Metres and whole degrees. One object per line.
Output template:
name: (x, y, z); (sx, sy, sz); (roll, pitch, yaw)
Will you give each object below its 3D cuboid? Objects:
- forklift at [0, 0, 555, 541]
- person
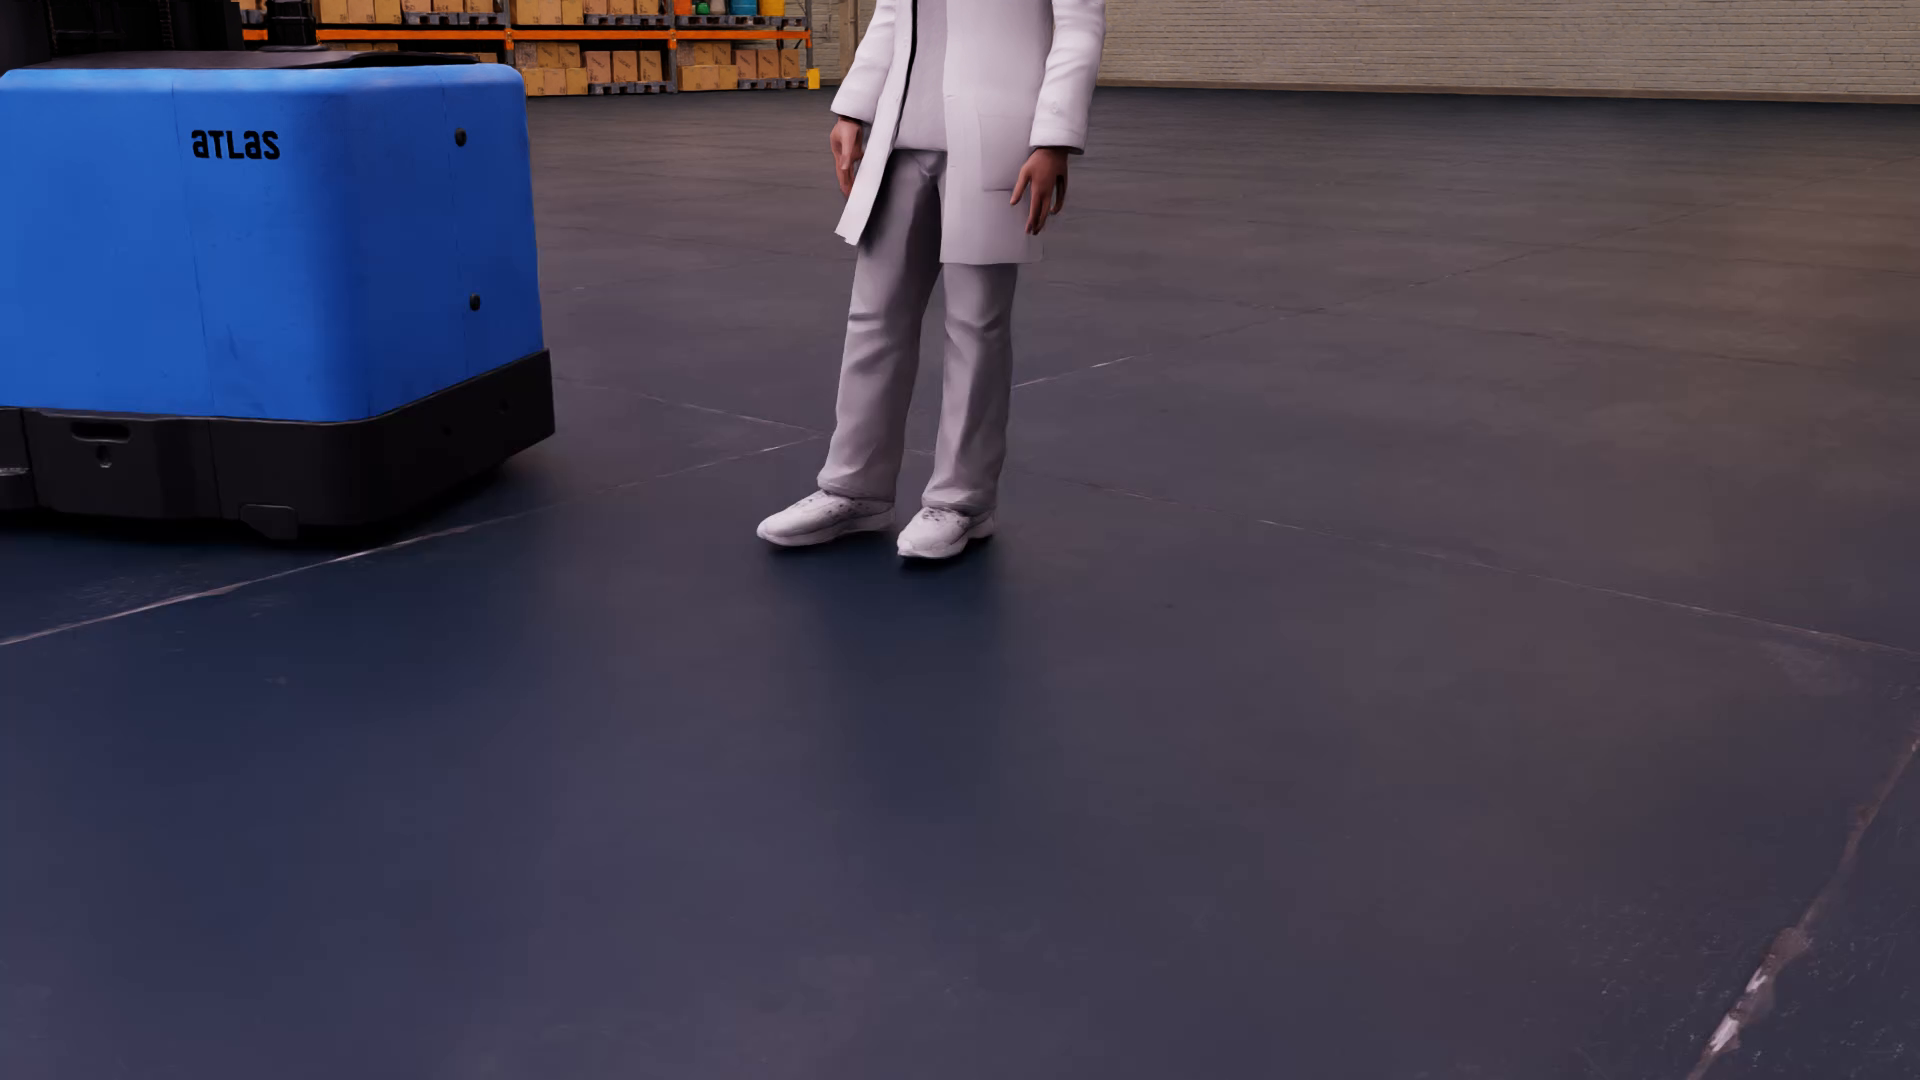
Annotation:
forklift: (-2.712, -1.599, 4.163); (3.031, 2.935, 1.130); (4, 17, 11)
person: (-0.061, -0.838, 3.616); (0.696, 1.778, 0.578); (13, 21, 37)
